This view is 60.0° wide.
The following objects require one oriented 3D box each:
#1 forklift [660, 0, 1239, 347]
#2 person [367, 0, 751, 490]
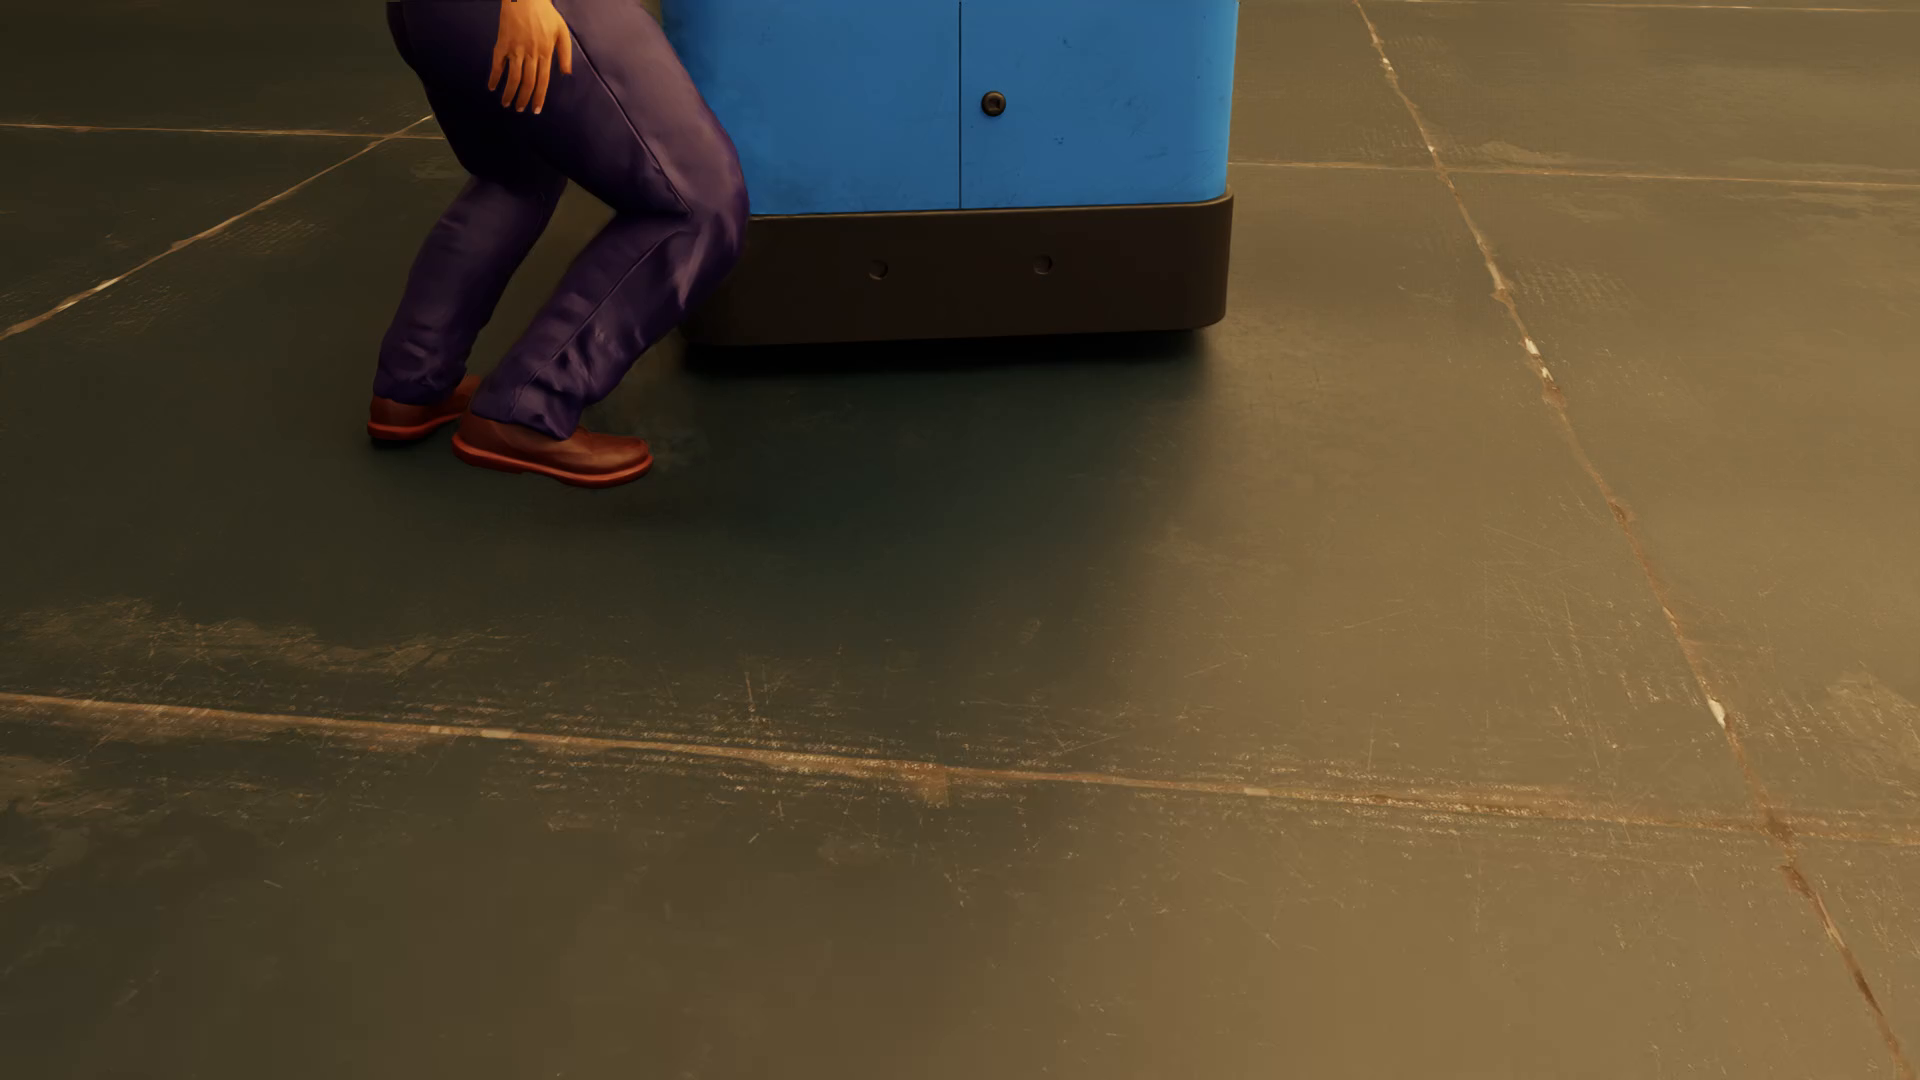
[{"bbox_3d":[-0.163,-2.293,3.814,1.130,2.935,3.031,-3,27,-6],"label":"forklift"},{"bbox_3d":[-0.666,-0.816,2.422,0.538,1.562,0.850,-12,29,-22],"label":"person"}]
